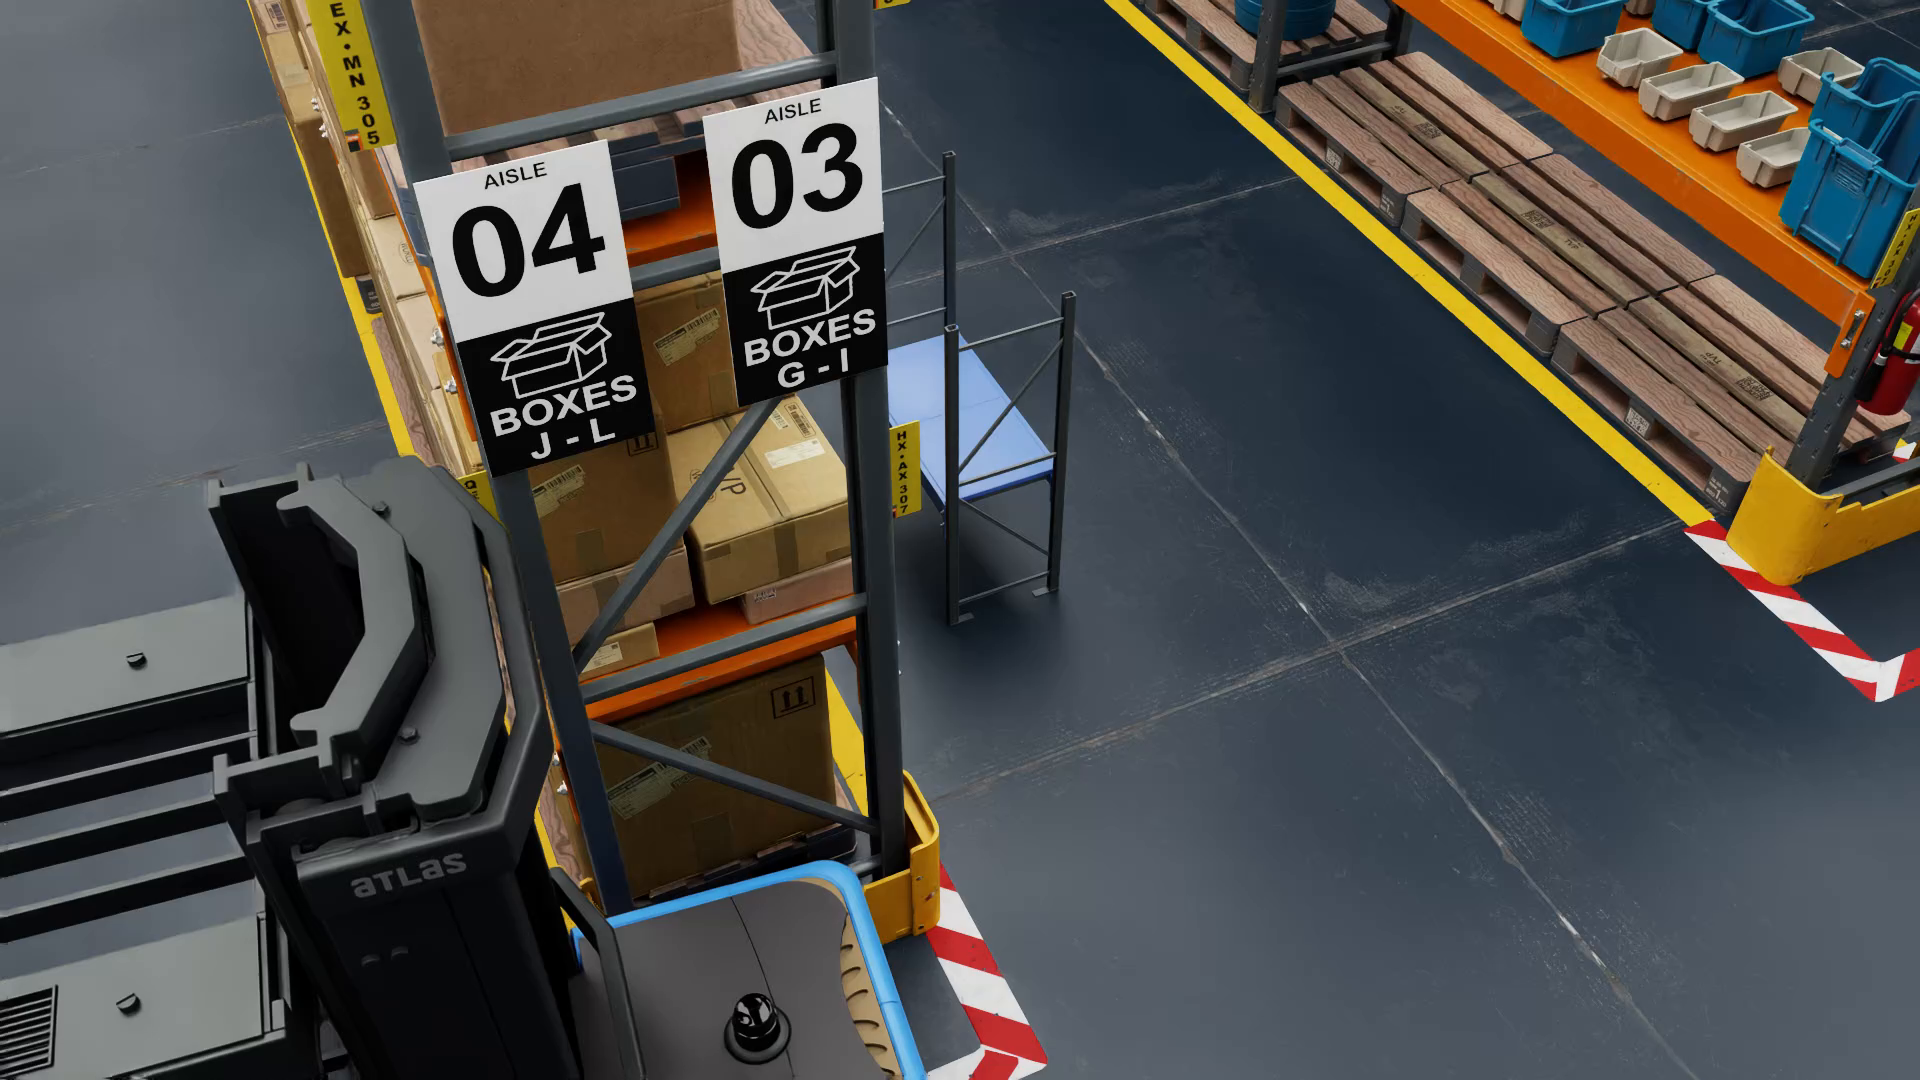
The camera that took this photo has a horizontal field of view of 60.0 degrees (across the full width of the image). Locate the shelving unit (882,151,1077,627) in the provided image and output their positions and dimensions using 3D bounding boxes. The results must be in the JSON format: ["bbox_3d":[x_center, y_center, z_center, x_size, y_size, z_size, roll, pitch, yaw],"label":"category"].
[{"bbox_3d":[-0.036,-0.588,6.647,0.538,1.500,1.048,-18,47,-17],"label":"shelving unit"}]

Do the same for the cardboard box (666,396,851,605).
[{"bbox_3d":[-0.617,-0.128,5.008,0.500,0.250,0.500,-19,48,-18],"label":"cardboard box"}]

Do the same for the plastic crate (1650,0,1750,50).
[{"bbox_3d":[3.349,-2.400,7.492,0.416,0.233,0.300,-18,47,-17],"label":"plastic crate"}]

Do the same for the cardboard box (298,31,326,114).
[{"bbox_3d":[-2.382,-1.915,6.819,0.500,0.250,0.500,-19,48,-18],"label":"cardboard box"}]

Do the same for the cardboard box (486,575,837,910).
[{"bbox_3d":[-1.001,0.532,5.657,0.875,0.875,0.875,-18,47,-17],"label":"cardboard box"}]

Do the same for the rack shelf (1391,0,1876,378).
[{"bbox_3d":[2.993,-2.171,7.696,1.077,0.370,4.000,-18,47,-17],"label":"rack shelf"}]

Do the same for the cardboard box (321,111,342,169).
[{"bbox_3d":[-2.408,-1.696,6.881,0.380,0.149,0.250,-20,48,-19],"label":"cardboard box"}]

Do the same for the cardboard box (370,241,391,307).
[{"bbox_3d":[-1.974,-1.037,6.213,0.380,0.149,0.250,-18,47,-17],"label":"cardboard box"}]

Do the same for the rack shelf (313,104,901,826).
[{"bbox_3d":[-1.501,-0.709,6.214,1.077,0.370,4.000,-18,47,-17],"label":"rack shelf"}]

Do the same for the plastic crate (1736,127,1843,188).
[{"bbox_3d":[3.327,-1.547,6.696,0.396,0.136,0.243,-18,47,-17],"label":"plastic crate"}]

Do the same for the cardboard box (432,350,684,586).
[{"bbox_3d":[-1.103,-0.242,4.590,0.500,0.500,0.500,-17,47,-17],"label":"cardboard box"}]

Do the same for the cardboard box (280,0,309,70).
[{"bbox_3d":[-2.786,-2.492,7.438,0.500,0.500,0.500,-18,47,-17],"label":"cardboard box"}]

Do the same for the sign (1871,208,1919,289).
[{"bbox_3d":[3.342,-1.038,5.919,0.100,0.325,0.005,-18,47,-17],"label":"sign"}]

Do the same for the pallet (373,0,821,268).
[{"bbox_3d":[-0.981,-1.196,4.123,1.003,0.211,1.213,-18,47,-17],"label":"pallet"}]

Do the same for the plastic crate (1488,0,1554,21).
[{"bbox_3d":[2.627,-2.654,7.714,0.437,0.282,0.530,-18,47,-17],"label":"plastic crate"}]

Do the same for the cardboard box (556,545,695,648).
[{"bbox_3d":[-1.104,0.027,4.851,0.500,0.250,0.500,-19,48,-18],"label":"cardboard box"}]

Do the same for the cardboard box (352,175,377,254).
[{"bbox_3d":[-1.954,-1.268,6.163,0.500,0.250,0.500,-17,47,-16],"label":"cardboard box"}]

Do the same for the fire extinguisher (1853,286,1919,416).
[{"bbox_3d":[3.485,-0.762,6.076,0.296,0.674,0.183,-18,47,-17],"label":"fire extinguisher"}]

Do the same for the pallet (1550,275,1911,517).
[{"bbox_3d":[3.523,-0.697,7.675,1.003,0.211,1.213,-18,47,-17],"label":"pallet"}]

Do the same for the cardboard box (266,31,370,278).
[{"bbox_3d":[-2.629,-2.034,8.259,1.225,0.875,0.875,-18,47,-17],"label":"cardboard box"}]

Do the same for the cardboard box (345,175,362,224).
[{"bbox_3d":[-2.185,-1.361,6.541,0.380,0.149,0.250,-19,48,-18],"label":"cardboard box"}]

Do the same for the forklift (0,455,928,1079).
[{"bbox_3d":[-1.577,1.259,3.756,3.031,2.935,1.130,-13,46,-13],"label":"forklift"}]

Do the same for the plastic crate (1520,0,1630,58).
[{"bbox_3d":[2.738,-2.348,7.439,0.416,0.233,0.300,-18,47,-17],"label":"plastic crate"}]

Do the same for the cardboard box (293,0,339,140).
[{"bbox_3d":[-2.172,-1.862,6.231,0.500,0.500,0.500,-18,47,-17],"label":"cardboard box"}]

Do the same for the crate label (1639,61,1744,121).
[{"bbox_3d":[3.079,-1.906,7.060,0.396,0.136,0.243,-18,47,-17],"label":"crate label"}]

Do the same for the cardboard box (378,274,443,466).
[{"bbox_3d":[-1.758,-0.615,6.820,0.875,0.875,0.875,-18,47,-17],"label":"cardboard box"}]

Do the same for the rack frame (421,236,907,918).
[{"bbox_3d":[-0.660,0.310,4.669,1.000,3.000,0.127,-18,47,-17],"label":"rack frame"}]

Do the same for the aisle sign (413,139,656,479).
[{"bbox_3d":[-0.902,-0.481,3.620,0.394,0.787,0.004,-18,47,-17],"label":"aisle sign"}]

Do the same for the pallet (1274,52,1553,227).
[{"bbox_3d":[2.497,-2.252,9.251,1.003,0.211,1.213,-18,47,-17],"label":"pallet"}]

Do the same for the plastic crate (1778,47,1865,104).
[{"bbox_3d":[3.684,-1.996,7.151,0.250,0.136,0.298,-18,47,-17],"label":"plastic crate"}]

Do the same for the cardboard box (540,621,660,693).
[{"bbox_3d":[-1.108,0.270,4.889,0.380,0.149,0.250,-17,47,-17],"label":"cardboard box"}]

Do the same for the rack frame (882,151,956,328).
[{"bbox_3d":[-0.250,-0.912,6.975,0.500,1.500,0.032,-18,47,-17],"label":"rack frame"}]

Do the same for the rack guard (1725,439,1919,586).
[{"bbox_3d":[3.856,-0.252,7.018,1.175,0.500,0.348,-18,47,-17],"label":"rack guard"}]

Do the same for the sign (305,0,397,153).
[{"bbox_3d":[-1.158,-0.894,3.179,0.100,0.325,0.005,-18,47,-17],"label":"sign"}]

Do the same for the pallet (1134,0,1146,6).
[{"bbox_3d":[1.349,-3.992,11.014,1.003,0.211,1.213,-18,47,-17],"label":"pallet"}]

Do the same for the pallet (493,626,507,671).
[{"bbox_3d":[-1.576,0.040,6.928,1.003,0.211,1.213,-18,47,-17],"label":"pallet"}]

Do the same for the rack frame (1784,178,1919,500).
[{"bbox_3d":[3.834,-1.153,6.152,1.000,3.000,0.127,-18,47,-17],"label":"rack frame"}]

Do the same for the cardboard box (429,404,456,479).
[{"bbox_3d":[-1.539,-0.381,5.548,0.380,0.149,0.250,-19,48,-18],"label":"cardboard box"}]

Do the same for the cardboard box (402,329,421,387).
[{"bbox_3d":[-1.751,-0.705,5.876,0.380,0.149,0.250,-17,47,-17],"label":"cardboard box"}]

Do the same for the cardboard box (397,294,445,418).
[{"bbox_3d":[-1.531,-0.621,5.507,0.500,0.250,0.500,-20,48,-19],"label":"cardboard box"}]

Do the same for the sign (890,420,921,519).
[{"bbox_3d":[-0.154,-0.187,4.500,0.100,0.325,0.005,-18,47,-17],"label":"sign"}]

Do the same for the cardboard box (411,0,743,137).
[{"bbox_3d":[-0.927,-1.294,3.718,0.700,0.500,0.500,-21,48,-20],"label":"cardboard box"}]
